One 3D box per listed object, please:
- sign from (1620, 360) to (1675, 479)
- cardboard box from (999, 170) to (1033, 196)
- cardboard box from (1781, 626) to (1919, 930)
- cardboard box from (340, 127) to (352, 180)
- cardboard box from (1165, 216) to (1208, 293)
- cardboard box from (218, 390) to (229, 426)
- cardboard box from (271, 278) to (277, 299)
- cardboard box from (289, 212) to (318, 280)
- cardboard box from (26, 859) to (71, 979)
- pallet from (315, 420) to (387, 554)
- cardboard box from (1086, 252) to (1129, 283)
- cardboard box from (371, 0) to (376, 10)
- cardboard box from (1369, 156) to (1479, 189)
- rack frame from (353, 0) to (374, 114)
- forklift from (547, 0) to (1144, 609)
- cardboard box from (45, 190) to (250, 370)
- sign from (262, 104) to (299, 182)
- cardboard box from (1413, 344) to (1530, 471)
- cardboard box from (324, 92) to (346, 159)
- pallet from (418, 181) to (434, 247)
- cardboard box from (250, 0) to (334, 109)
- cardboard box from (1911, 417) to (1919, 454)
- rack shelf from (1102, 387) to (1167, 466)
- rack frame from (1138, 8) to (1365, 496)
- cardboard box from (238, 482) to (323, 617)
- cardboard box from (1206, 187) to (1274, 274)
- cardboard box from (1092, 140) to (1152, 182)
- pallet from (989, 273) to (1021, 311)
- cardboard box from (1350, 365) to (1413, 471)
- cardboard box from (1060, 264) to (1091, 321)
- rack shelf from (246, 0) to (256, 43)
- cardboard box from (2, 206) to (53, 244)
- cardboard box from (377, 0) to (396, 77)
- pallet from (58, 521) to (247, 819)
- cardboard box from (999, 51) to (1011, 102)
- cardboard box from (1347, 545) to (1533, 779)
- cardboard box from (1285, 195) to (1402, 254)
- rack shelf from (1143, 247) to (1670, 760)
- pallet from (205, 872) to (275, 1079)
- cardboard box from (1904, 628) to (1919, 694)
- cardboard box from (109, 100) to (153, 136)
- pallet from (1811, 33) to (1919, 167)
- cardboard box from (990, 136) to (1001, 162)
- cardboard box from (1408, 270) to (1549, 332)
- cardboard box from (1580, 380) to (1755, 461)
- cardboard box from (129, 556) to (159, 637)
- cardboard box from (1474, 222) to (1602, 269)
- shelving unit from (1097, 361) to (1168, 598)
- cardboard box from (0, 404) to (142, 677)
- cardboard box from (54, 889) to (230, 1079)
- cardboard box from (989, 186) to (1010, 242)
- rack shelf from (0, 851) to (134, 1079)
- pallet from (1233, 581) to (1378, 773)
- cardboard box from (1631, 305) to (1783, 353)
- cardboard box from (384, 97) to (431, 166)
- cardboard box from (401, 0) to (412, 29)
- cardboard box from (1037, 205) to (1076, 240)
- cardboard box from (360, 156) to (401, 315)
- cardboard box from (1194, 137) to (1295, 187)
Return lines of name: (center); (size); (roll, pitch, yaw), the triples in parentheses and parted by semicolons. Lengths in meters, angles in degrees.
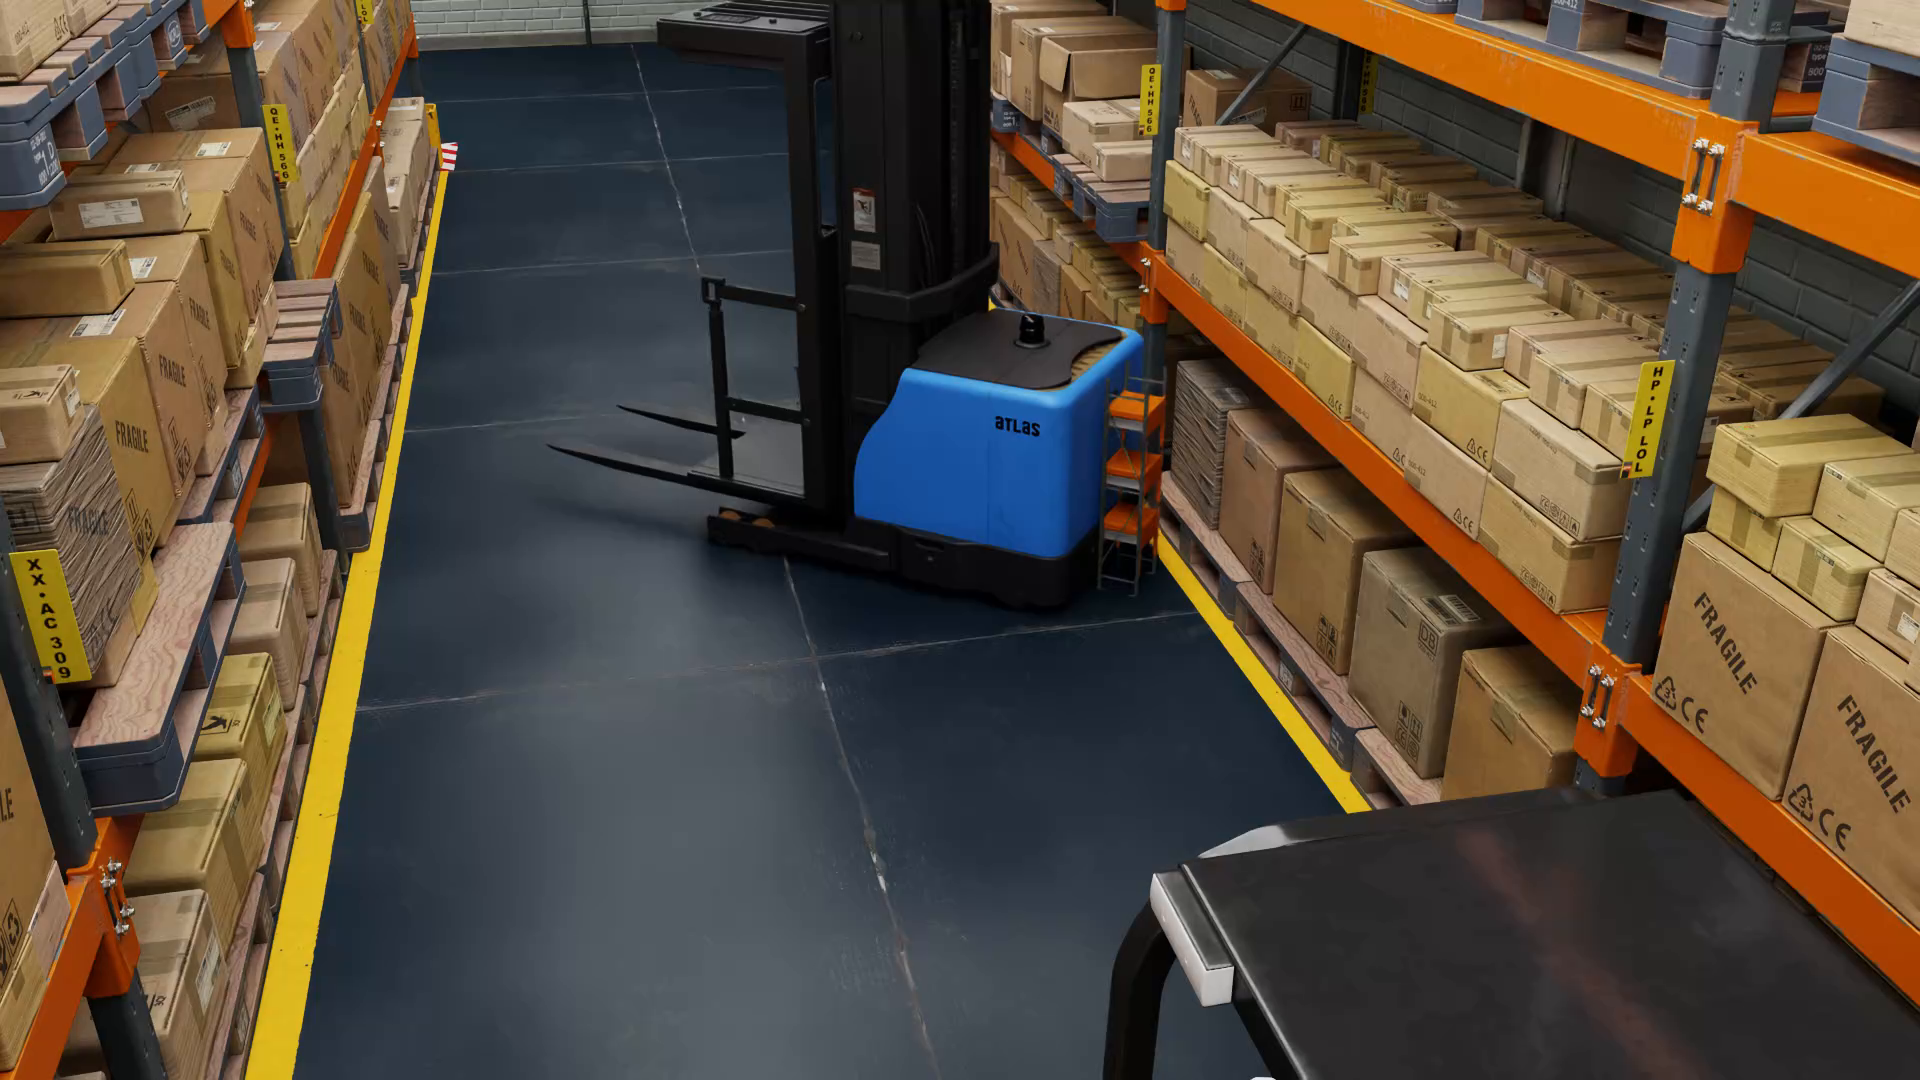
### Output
sign: (1.798, -0.313, 4.343); (0.100, 0.325, 0.005); (-6, 27, -12)
cardboard box: (0.481, -2.465, 11.394); (0.380, 0.149, 0.250); (-7, 28, -13)
cardboard box: (2.304, 0.513, 3.793); (0.500, 0.500, 0.500); (-5, 27, -11)
cardboard box: (-3.758, -2.211, 9.469); (0.500, 0.250, 0.500); (-7, 28, -13)
cardboard box: (1.285, -1.360, 7.782); (0.500, 0.250, 0.500); (-6, 27, -11)
cardboard box: (-2.682, -0.424, 5.574); (0.380, 0.149, 0.250); (-7, 28, -13)
cardboard box: (-2.978, -0.986, 6.687); (0.380, 0.149, 0.250); (-6, 27, -11)
cardboard box: (-3.277, -1.314, 7.691); (0.500, 0.250, 0.500); (-6, 27, -12)
cardboard box: (-2.141, 0.837, 3.541); (0.380, 0.149, 0.250); (-6, 27, -12)
pallet: (-3.516, -0.250, 8.510); (1.003, 0.211, 1.213); (-6, 27, -12)
cardboard box: (0.942, -1.556, 9.592); (0.380, 0.149, 0.250); (-5, 27, -10)
cardboard box: (-4.292, -3.844, 11.316); (0.500, 0.500, 0.500); (-6, 27, -12)
cardboard box: (1.984, -1.534, 7.130); (0.380, 0.149, 0.250); (-6, 28, -13)
rack frame: (-4.313, -2.897, 10.660); (1.000, 3.000, 0.127); (-6, 27, -12)
forklift: (-0.673, -1.443, 7.857); (3.031, 2.935, 1.130); (13, 29, 23)
cardboard box: (-2.796, -0.887, 5.771); (0.500, 0.500, 0.500); (-8, 28, -15)
sign: (-2.885, -1.682, 7.056); (0.100, 0.325, 0.005); (-6, 27, -12)
cardboard box: (1.842, -0.461, 5.447); (0.500, 0.250, 0.500); (-7, 28, -13)
cardboard box: (-3.603, -2.216, 8.922); (0.500, 0.250, 0.500); (-5, 27, -11)
pallet: (-4.687, -2.530, 13.029); (1.003, 0.211, 1.213); (-6, 27, -12)
cardboard box: (-3.618, -2.541, 8.734); (0.500, 0.500, 0.500); (-6, 27, -11)
cardboard box: (2.691, -0.248, 4.251); (0.380, 0.149, 0.250); (-6, 27, -11)
rack shelf: (0.787, -0.515, 7.500); (0.215, 0.259, 0.240); (12, 29, 23)
rack frame: (1.423, -1.646, 8.183); (1.000, 3.000, 0.127); (-6, 27, -12)
cardboard box: (-3.294, 0.094, 7.185); (0.950, 0.372, 0.625); (-8, 28, -15)
cardboard box: (1.397, -1.363, 7.233); (0.500, 0.250, 0.500); (-5, 27, -10)
cardboard box: (0.901, -1.971, 8.639); (0.380, 0.149, 0.250); (-5, 27, -11)
pallet: (0.742, -1.804, 11.591); (1.003, 0.211, 1.213); (-6, 27, -12)
cardboard box: (1.756, -0.459, 5.998); (0.500, 0.250, 0.500); (-6, 27, -11)
cardboard box: (0.895, -1.332, 9.868); (0.500, 0.500, 0.500); (-5, 27, -9)
rack shelf: (-3.863, -3.037, 8.407); (1.077, 0.370, 4.000); (-6, 27, -12)
cardboard box: (-3.285, -0.824, 5.647); (0.500, 0.500, 0.500); (-5, 27, -11)
cardboard box: (-4.379, -3.614, 11.971); (0.500, 0.500, 0.500); (-6, 27, -11)
pallet: (-2.541, 0.351, 4.439); (1.003, 0.211, 1.213); (-6, 27, -12)
cardboard box: (0.461, -2.881, 10.312); (0.396, 0.266, 0.258); (-5, 27, -9)
cardboard box: (2.029, 0.413, 6.273); (0.875, 0.625, 0.625); (-6, 27, -12)
cardboard box: (1.509, -1.245, 6.558); (0.380, 0.149, 0.250); (-5, 27, -11)
rack shelf: (1.874, -0.447, 6.606); (1.077, 0.370, 4.000); (-6, 27, -12)
pallet: (-2.687, 1.518, 5.007); (1.003, 0.211, 1.213); (-6, 27, -12)
cardboard box: (2.269, 0.283, 3.530); (0.380, 0.149, 0.250); (-5, 27, -10)
cardboard box: (-3.783, -1.832, 7.331); (0.500, 0.500, 0.500); (-7, 28, -13)
pallet: (2.542, -0.818, 3.312); (1.003, 0.211, 1.213); (-6, 27, -12)
cardboard box: (0.403, -2.718, 11.564); (0.380, 0.149, 0.250); (-6, 27, -12)
cardboard box: (1.765, -0.800, 5.675); (0.380, 0.149, 0.250); (-7, 28, -13)
cardboard box: (2.031, -0.352, 4.788); (0.380, 0.149, 0.250); (-5, 27, -10)
cardboard box: (-2.375, 0.155, 4.427); (0.380, 0.149, 0.250); (-5, 27, -11)
cardboard box: (2.156, -1.075, 6.220); (0.380, 0.149, 0.250); (-6, 27, -11)
shelving unit: (0.787, -0.271, 7.623); (0.215, 1.050, 0.252); (12, 29, 23)
cardboard box: (-2.337, 0.015, 3.983); (0.500, 0.500, 0.500); (-5, 27, -10)
cardboard box: (-2.631, 1.371, 4.655); (0.950, 0.372, 0.625); (-6, 27, -11)
cardboard box: (0.412, -2.239, 11.665); (0.500, 0.500, 0.500); (-5, 27, -9)
rack shelf: (-2.060, 1.814, 2.125); (1.077, 0.370, 4.000); (-6, 27, -12)
pallet: (1.842, 0.498, 7.029); (1.003, 0.211, 1.213); (-6, 27, -12)
cardboard box: (2.390, -0.634, 5.346); (0.380, 0.149, 0.250); (-6, 27, -12)
cardboard box: (-4.969, -3.417, 14.068); (0.875, 0.438, 0.875); (-7, 28, -13)
cardboard box: (-4.848, -4.513, 13.751); (0.500, 0.500, 0.500); (-6, 27, -11)
cardboard box: (0.699, -2.012, 10.496); (0.380, 0.149, 0.250); (-5, 27, -10)
cardboard box: (-4.096, -1.872, 10.521); (0.875, 0.875, 0.875); (-5, 27, -10)
cardboard box: (1.270, -1.694, 7.446); (0.380, 0.149, 0.250); (-5, 27, -10)
